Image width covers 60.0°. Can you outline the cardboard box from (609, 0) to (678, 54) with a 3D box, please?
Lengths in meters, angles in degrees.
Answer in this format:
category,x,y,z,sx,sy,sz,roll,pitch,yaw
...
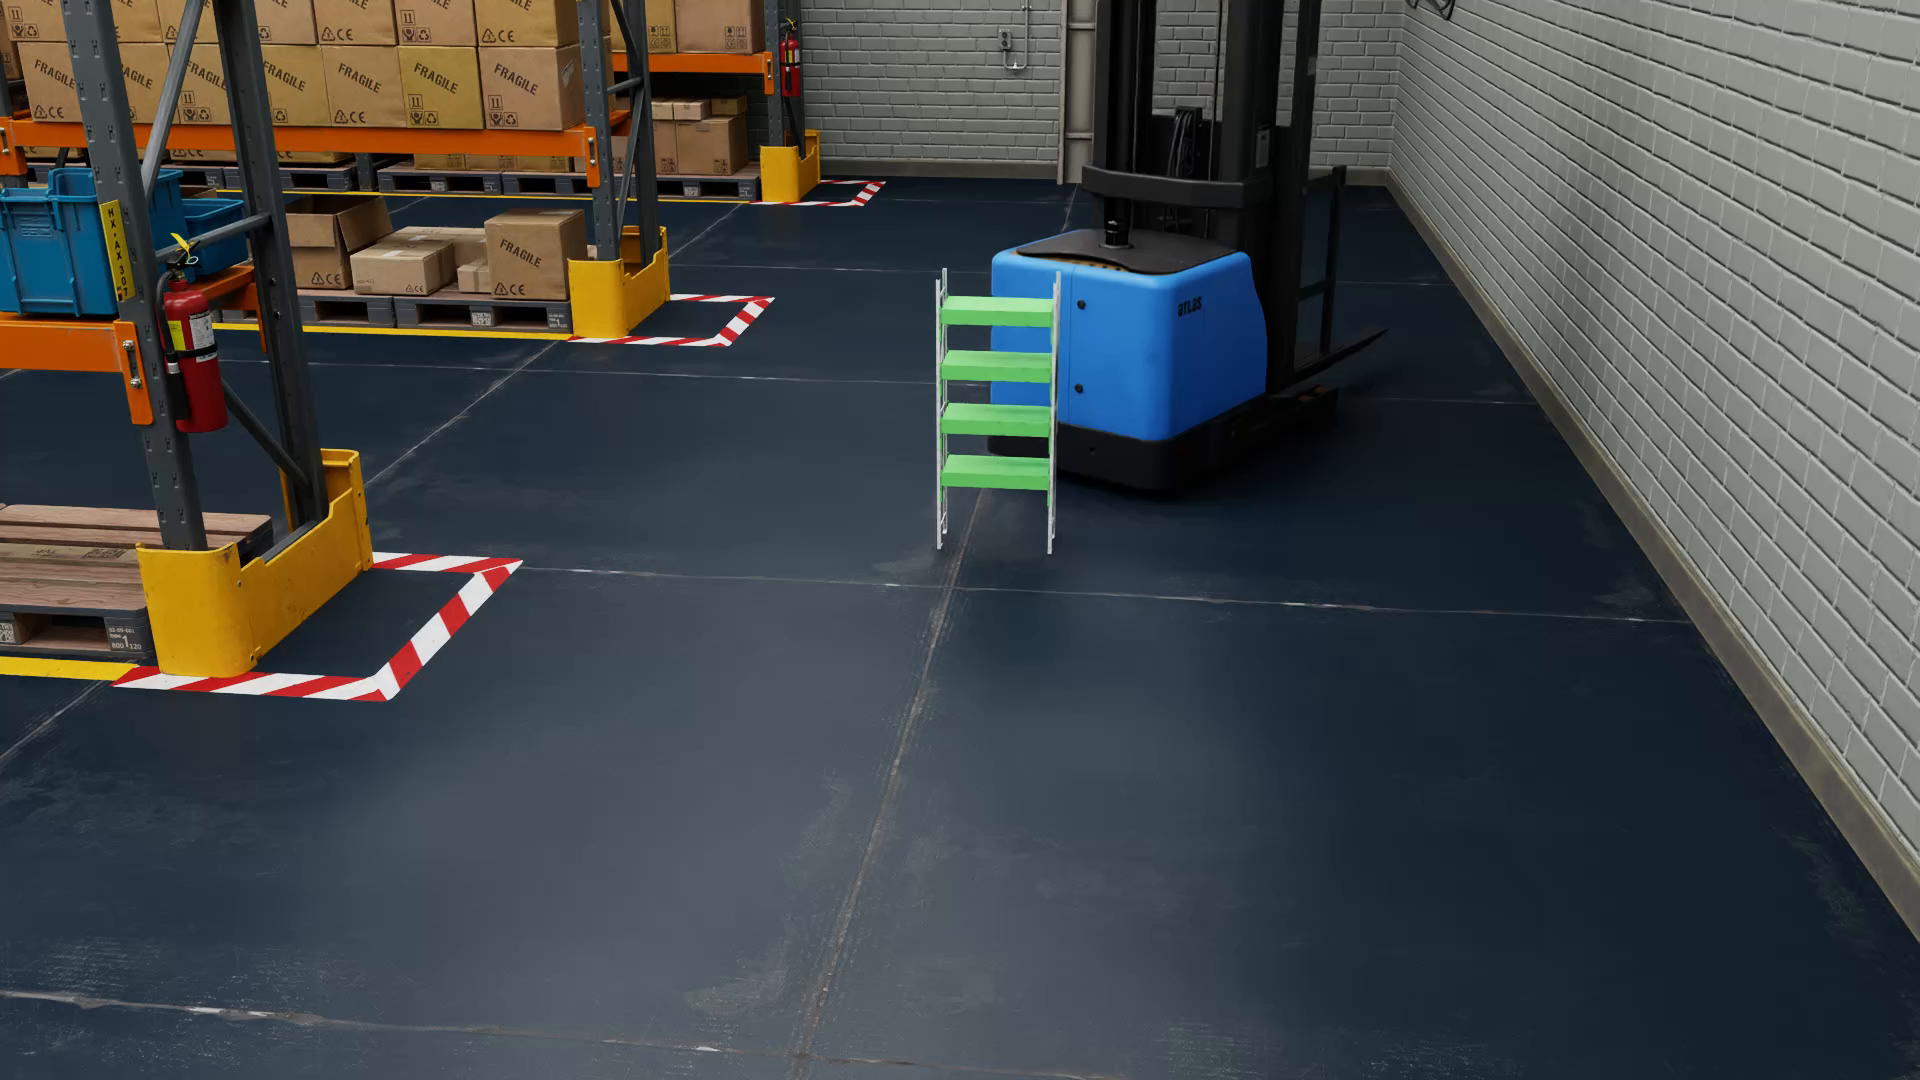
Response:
category,x,y,z,sx,sy,sz,roll,pitch,yaw
cardboard box,-2.852,-4.901,15.348,0.700,0.700,0.980,2,22,6

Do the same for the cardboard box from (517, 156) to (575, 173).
category,x,y,z,sx,sy,sz,roll,pitch,yaw
cardboard box,-3.854,-3.806,15.815,0.500,0.500,0.700,3,22,8

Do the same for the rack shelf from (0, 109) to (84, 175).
category,x,y,z,sx,sy,sz,roll,pitch,yaw
rack shelf,-8.158,-2.832,11.501,4.000,0.370,1.077,2,22,6

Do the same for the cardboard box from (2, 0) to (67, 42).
category,x,y,z,sx,sy,sz,roll,pitch,yaw
cardboard box,-5.737,-3.468,10.637,0.500,0.500,0.500,3,22,8

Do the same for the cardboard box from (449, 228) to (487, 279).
category,x,y,z,sx,sy,sz,roll,pitch,yaw
cardboard box,-3.203,-1.981,11.513,0.500,0.250,0.500,2,22,6

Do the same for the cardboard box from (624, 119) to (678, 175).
category,x,y,z,sx,sy,sz,roll,pitch,yaw
cardboard box,-2.825,-3.764,15.709,0.500,0.500,0.700,2,22,6

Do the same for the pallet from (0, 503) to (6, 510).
category,x,y,z,sx,sy,sz,roll,pitch,yaw
pallet,-4.809,0.095,6.913,1.213,0.211,1.003,2,22,6

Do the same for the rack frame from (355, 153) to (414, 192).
category,x,y,z,sx,sy,sz,roll,pitch,yaw
rack frame,-5.593,-4.889,15.725,0.127,3.000,1.000,2,22,6

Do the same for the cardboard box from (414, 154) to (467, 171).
category,x,y,z,sx,sy,sz,roll,pitch,yaw
cardboard box,-4.862,-3.852,15.931,0.500,0.500,0.700,3,22,7

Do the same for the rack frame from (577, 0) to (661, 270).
category,x,y,z,sx,sy,sz,roll,pitch,yaw
rack frame,-2.200,-2.907,10.713,0.127,3.000,1.000,2,22,6

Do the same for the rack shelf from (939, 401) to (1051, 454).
category,x,y,z,sx,sy,sz,roll,pitch,yaw
rack shelf,0.164,-0.491,7.225,0.480,0.148,0.258,2,22,6

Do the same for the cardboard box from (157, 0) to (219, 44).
category,x,y,z,sx,sy,sz,roll,pitch,yaw
cardboard box,-4.715,-3.424,10.524,0.500,0.500,0.500,2,22,5

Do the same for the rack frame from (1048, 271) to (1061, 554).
category,x,y,z,sx,sy,sz,roll,pitch,yaw
rack frame,0.407,-0.540,7.174,0.015,1.200,0.240,2,22,6

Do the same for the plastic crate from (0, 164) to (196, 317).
category,x,y,z,sx,sy,sz,roll,pitch,yaw
plastic crate,-3.141,-1.089,5.985,0.499,0.435,0.616,2,22,6

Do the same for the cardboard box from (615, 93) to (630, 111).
category,x,y,z,sx,sy,sz,roll,pitch,yaw
cardboard box,-3.184,-4.155,15.816,0.250,0.149,0.380,3,22,7

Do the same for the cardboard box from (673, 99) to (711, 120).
category,x,y,z,sx,sy,sz,roll,pitch,yaw
cardboard box,-2.477,-3.983,15.381,0.250,0.149,0.380,2,22,6

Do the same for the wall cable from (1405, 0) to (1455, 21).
category,x,y,z,sx,sy,sz,roll,pitch,yaw
wall cable,3.954,-5.686,13.807,0.112,2.526,3.097,2,22,6

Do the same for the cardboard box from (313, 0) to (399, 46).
category,x,y,z,sx,sy,sz,roll,pitch,yaw
cardboard box,-3.692,-3.379,10.412,0.500,0.500,0.500,3,22,8

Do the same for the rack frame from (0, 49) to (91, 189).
category,x,y,z,sx,sy,sz,roll,pitch,yaw
rack frame,-6.172,-3.080,11.150,0.127,3.000,1.000,2,22,6

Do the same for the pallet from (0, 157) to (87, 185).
category,x,y,z,sx,sy,sz,roll,pitch,yaw
pallet,-8.791,-3.703,16.520,1.213,0.211,1.003,2,22,6

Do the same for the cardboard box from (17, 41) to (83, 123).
category,x,y,z,sx,sy,sz,roll,pitch,yaw
cardboard box,-5.698,-3.005,10.825,0.500,0.500,0.500,3,22,8

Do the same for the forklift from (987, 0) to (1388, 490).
category,x,y,z,sx,sy,sz,roll,pitch,yaw
forklift,1.425,-2.076,8.703,1.130,2.935,3.031,15,26,34

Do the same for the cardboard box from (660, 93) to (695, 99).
category,x,y,z,sx,sy,sz,roll,pitch,yaw
cardboard box,-2.683,-4.133,15.761,0.250,0.149,0.380,3,22,6

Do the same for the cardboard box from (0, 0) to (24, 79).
category,x,y,z,sx,sy,sz,roll,pitch,yaw
cardboard box,-6.616,-3.424,11.313,0.500,0.500,0.700,-5,22,-12

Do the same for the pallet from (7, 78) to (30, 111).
category,x,y,z,sx,sy,sz,roll,pitch,yaw
pallet,-6.953,-3.065,11.374,1.213,0.211,1.003,2,22,6

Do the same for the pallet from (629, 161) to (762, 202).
category,x,y,z,sx,sy,sz,roll,pitch,yaw
pallet,-2.424,-3.425,15.816,1.213,0.211,1.003,2,22,6

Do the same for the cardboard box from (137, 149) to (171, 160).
category,x,y,z,sx,sy,sz,roll,pitch,yaw
cardboard box,-7.981,-4.137,16.178,0.750,0.750,0.750,2,22,6

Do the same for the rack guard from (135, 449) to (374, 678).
category,x,y,z,sx,sy,sz,roll,pitch,yaw
rack guard,-2.761,0.060,6.607,0.348,0.500,1.175,2,22,6

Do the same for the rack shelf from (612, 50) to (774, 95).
category,x,y,z,sx,sy,sz,roll,pitch,yaw
rack shelf,-3.607,-4.468,15.639,4.000,0.370,1.077,2,22,6

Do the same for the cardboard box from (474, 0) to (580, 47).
category,x,y,z,sx,sy,sz,roll,pitch,yaw
cardboard box,-2.674,-3.337,10.305,0.500,0.500,0.500,2,22,6

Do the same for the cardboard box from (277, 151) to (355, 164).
category,x,y,z,sx,sy,sz,roll,pitch,yaw
cardboard box,-6.254,-4.065,15.995,0.750,0.750,0.750,3,22,7

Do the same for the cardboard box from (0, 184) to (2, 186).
category,x,y,z,sx,sy,sz,roll,pitch,yaw
cardboard box,-7.155,-2.251,11.855,0.500,0.500,0.500,3,22,7

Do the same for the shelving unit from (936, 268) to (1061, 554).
category,x,y,z,sx,sy,sz,roll,pitch,yaw
shelving unit,0.164,-0.551,7.201,0.503,1.200,0.258,2,22,6

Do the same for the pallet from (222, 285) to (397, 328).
category,x,y,z,sx,sy,sz,roll,pitch,yaw
pallet,-4.275,-1.701,11.456,1.213,0.211,1.003,2,22,6

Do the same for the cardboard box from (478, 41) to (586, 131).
category,x,y,z,sx,sy,sz,roll,pitch,yaw
cardboard box,-2.677,-2.873,10.492,0.500,0.500,0.500,3,22,8

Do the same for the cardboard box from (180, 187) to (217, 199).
category,x,y,z,sx,sy,sz,roll,pitch,yaw
cardboard box,-5.573,-2.201,11.729,0.500,0.500,0.500,2,22,6

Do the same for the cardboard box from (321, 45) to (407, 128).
category,x,y,z,sx,sy,sz,roll,pitch,yaw
cardboard box,-3.687,-2.918,10.605,0.500,0.500,0.500,3,22,7

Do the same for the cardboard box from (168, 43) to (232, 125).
category,x,y,z,sx,sy,sz,roll,pitch,yaw
cardboard box,-4.693,-2.961,10.715,0.500,0.500,0.500,2,22,6

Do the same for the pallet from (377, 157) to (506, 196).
category,x,y,z,sx,sy,sz,roll,pitch,yaw
pallet,-4.847,-3.530,16.083,1.213,0.211,1.003,2,22,6

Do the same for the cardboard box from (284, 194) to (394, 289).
category,x,y,z,sx,sy,sz,roll,pitch,yaw
cardboard box,-4.306,-2.044,11.328,0.637,0.503,0.797,2,22,6

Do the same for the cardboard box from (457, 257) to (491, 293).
category,x,y,z,sx,sy,sz,roll,pitch,yaw
cardboard box,-3.161,-1.778,11.112,0.250,0.166,0.380,2,22,6

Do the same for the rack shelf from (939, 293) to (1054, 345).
category,x,y,z,sx,sy,sz,roll,pitch,yaw
rack shelf,0.164,-0.938,7.048,0.480,0.148,0.258,2,22,6

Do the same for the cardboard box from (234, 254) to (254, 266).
category,x,y,z,sx,sy,sz,roll,pitch,yaw
cardboard box,-4.921,-1.836,11.259,0.250,0.166,0.380,2,22,6

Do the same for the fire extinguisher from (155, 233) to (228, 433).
category,x,y,z,sx,sy,sz,roll,pitch,yaw
fire extinguisher,-2.690,-0.717,5.785,0.183,0.674,0.296,2,22,6
